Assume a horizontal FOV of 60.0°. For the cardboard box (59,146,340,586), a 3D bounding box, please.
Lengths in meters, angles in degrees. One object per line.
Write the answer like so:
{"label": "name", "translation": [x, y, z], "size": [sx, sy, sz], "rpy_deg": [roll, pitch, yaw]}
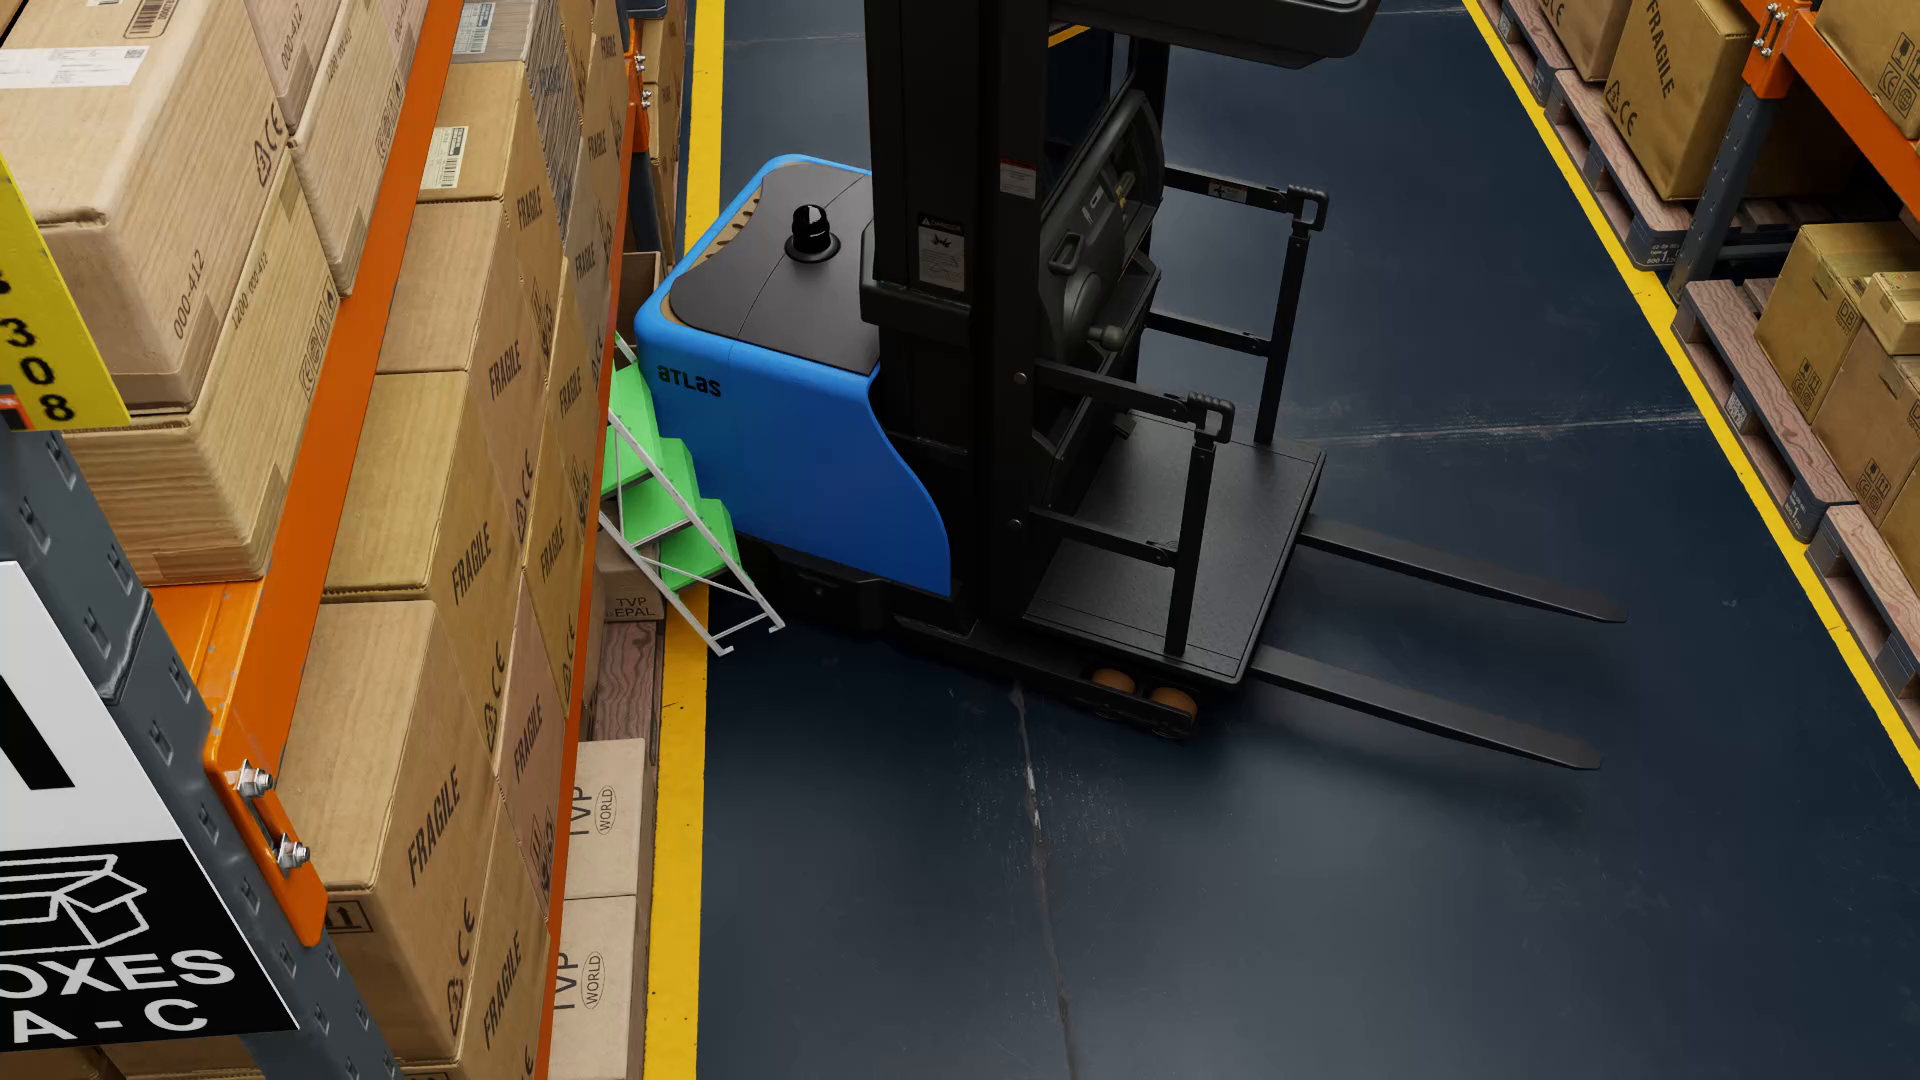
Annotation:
{"label": "cardboard box", "translation": [-1.041, -0.204, 1.914], "size": [0.500, 0.250, 0.500], "rpy_deg": [-3, 47, -3]}

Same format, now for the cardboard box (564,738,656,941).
{"label": "cardboard box", "translation": [-1.098, 0.823, 4.495], "size": [0.500, 0.250, 0.500], "rpy_deg": [-3, 47, -3]}

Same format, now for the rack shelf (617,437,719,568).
{"label": "rack shelf", "translation": [-0.923, -0.156, 5.130], "size": [0.258, 0.148, 0.480], "rpy_deg": [-25, 48, 6]}

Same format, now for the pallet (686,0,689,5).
{"label": "pallet", "translation": [-1.897, -3.123, 8.563], "size": [1.003, 0.211, 1.213], "rpy_deg": [-3, 47, -3]}

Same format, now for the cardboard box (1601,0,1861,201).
{"label": "cardboard box", "translation": [3.165, -1.902, 6.677], "size": [0.750, 0.750, 0.750], "rpy_deg": [-3, 47, -3]}

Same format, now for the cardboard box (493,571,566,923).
{"label": "cardboard box", "translation": [-1.075, 0.419, 3.218], "size": [0.500, 0.500, 0.500], "rpy_deg": [-4, 47, -4]}

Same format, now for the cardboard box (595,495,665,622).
{"label": "cardboard box", "translation": [-1.193, -0.020, 5.252], "size": [0.500, 0.311, 0.500], "rpy_deg": [-3, 47, -3]}

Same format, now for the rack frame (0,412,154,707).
{"label": "rack frame", "translation": [-1.252, -0.899, 0.404], "size": [1.000, 3.000, 0.127], "rpy_deg": [-3, 47, -3]}

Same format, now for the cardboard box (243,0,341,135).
{"label": "cardboard box", "translation": [-1.070, -0.738, 2.076], "size": [0.500, 0.250, 0.500], "rpy_deg": [-3, 47, -3]}

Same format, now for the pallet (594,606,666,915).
{"label": "pallet", "translation": [-1.425, 0.610, 5.027], "size": [1.003, 0.211, 1.213], "rpy_deg": [-3, 47, -3]}

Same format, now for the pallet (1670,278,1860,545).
{"label": "pallet", "translation": [3.335, -0.521, 6.098], "size": [1.003, 0.211, 1.213], "rpy_deg": [-3, 47, -3]}

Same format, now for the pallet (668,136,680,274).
{"label": "pallet", "translation": [-1.692, -1.358, 6.891], "size": [1.003, 0.211, 1.213], "rpy_deg": [-3, 47, -3]}

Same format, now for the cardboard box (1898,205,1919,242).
{"label": "cardboard box", "translation": [3.496, -1.112, 5.723], "size": [0.380, 0.149, 0.250], "rpy_deg": [-4, 47, -4]}

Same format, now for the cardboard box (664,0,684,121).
{"label": "cardboard box", "translation": [-1.474, -2.134, 7.124], "size": [0.500, 0.500, 0.500], "rpy_deg": [-3, 47, -3]}

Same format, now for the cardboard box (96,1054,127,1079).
{"label": "cardboard box", "translation": [-1.561, 0.822, 2.837], "size": [0.500, 0.500, 0.500], "rpy_deg": [-2, 47, -2]}

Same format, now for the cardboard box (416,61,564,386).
{"label": "cardboard box", "translation": [-1.158, -0.659, 3.551], "size": [0.500, 0.500, 0.500], "rpy_deg": [-4, 47, -4]}

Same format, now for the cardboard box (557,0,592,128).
{"label": "cardboard box", "translation": [-1.241, -1.388, 4.241], "size": [0.500, 0.500, 0.500], "rpy_deg": [-4, 47, -4]}

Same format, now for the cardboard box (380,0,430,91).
{"label": "cardboard box", "translation": [-1.114, -0.928, 2.600], "size": [0.500, 0.250, 0.500], "rpy_deg": [-3, 47, -3]}

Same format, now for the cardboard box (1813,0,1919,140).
{"label": "cardboard box", "translation": [3.378, -1.744, 5.129], "size": [0.980, 0.700, 0.700], "rpy_deg": [-3, 47, -3]}

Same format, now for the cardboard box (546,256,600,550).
{"label": "cardboard box", "translation": [-1.154, -0.306, 3.905], "size": [0.500, 0.500, 0.500], "rpy_deg": [-3, 47, -3]}

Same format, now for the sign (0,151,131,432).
{"label": "sign", "translation": [-0.711, -0.202, 1.207], "size": [0.100, 0.325, 0.005], "rpy_deg": [-3, 47, -3]}

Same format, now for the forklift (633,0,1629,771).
{"label": "forklift", "translation": [0.580, -0.834, 4.521], "size": [3.031, 2.935, 1.130], "rpy_deg": [17, 49, 15]}

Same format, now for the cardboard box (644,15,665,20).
{"label": "cardboard box", "translation": [-1.468, -2.369, 6.829], "size": [0.500, 0.250, 0.500], "rpy_deg": [-3, 47, -3]}

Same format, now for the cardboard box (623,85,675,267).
{"label": "cardboard box", "translation": [-1.384, -1.387, 6.416], "size": [0.500, 0.500, 0.500], "rpy_deg": [-5, 47, -5]}

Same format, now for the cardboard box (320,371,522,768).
{"label": "cardboard box", "translation": [-1.078, 0.070, 2.860], "size": [0.500, 0.500, 0.500], "rpy_deg": [-3, 47, -3]}

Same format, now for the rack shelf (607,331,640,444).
{"label": "rack shelf", "translation": [-1.093, -0.430, 4.775], "size": [0.258, 0.148, 0.480], "rpy_deg": [-25, 48, 6]}

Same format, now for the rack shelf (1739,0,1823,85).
{"label": "rack shelf", "translation": [3.182, -3.234, 7.242], "size": [1.077, 0.370, 4.000], "rpy_deg": [-3, 47, -3]}

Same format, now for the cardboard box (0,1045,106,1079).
{"label": "cardboard box", "translation": [-1.563, 0.480, 2.472], "size": [0.500, 0.500, 0.500], "rpy_deg": [-4, 47, -4]}

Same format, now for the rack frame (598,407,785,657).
{"label": "rack frame", "translation": [-0.885, -0.020, 4.920], "size": [0.240, 1.200, 0.015], "rpy_deg": [-25, 48, 6]}

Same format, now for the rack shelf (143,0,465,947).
{"label": "rack shelf", "translation": [-1.419, -1.068, 3.125], "size": [1.077, 0.370, 4.000], "rpy_deg": [-3, 47, -3]}

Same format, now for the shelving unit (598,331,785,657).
{"label": "shelving unit", "translation": [-0.945, -0.192, 5.082], "size": [0.258, 1.200, 0.503], "rpy_deg": [-25, 48, 6]}

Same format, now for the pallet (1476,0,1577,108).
{"label": "pallet", "translation": [3.104, -2.514, 7.986], "size": [1.003, 0.211, 1.213], "rpy_deg": [-3, 47, -3]}

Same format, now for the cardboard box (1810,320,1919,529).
{"label": "cardboard box", "translation": [3.349, -0.408, 5.503], "size": [0.700, 0.500, 0.500], "rpy_deg": [-4, 47, -4]}

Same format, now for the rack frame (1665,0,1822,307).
{"label": "rack frame", "translation": [3.349, -2.034, 5.611], "size": [1.000, 3.000, 0.127], "rpy_deg": [-3, 47, -3]}

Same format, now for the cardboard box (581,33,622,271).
{"label": "cardboard box", "translation": [-1.245, -1.046, 4.606], "size": [0.500, 0.500, 0.500], "rpy_deg": [-2, 47, -2]}
